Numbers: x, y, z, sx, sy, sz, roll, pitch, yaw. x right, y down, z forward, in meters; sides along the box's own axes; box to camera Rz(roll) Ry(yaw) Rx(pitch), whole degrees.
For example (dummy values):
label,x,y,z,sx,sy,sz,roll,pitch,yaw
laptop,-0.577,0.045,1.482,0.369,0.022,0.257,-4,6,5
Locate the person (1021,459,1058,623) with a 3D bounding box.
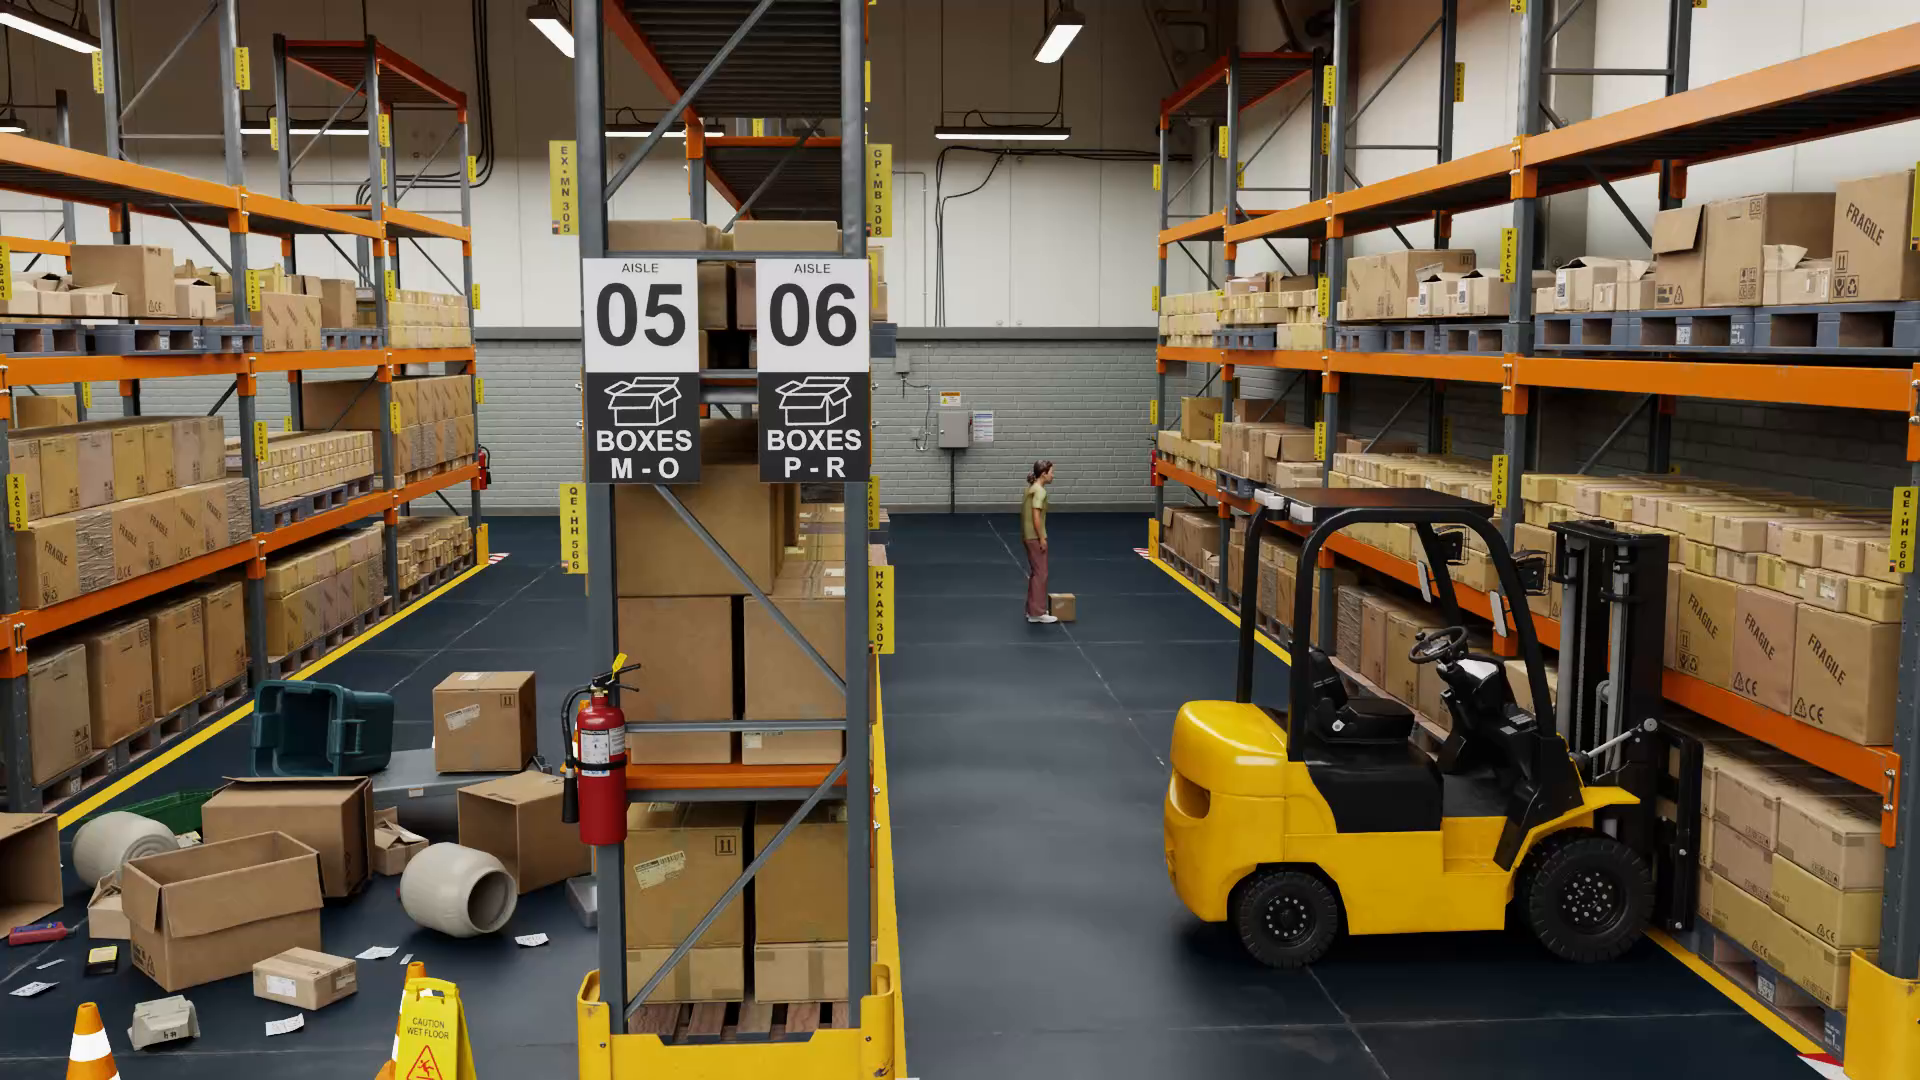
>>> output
label,x,y,z,sx,sy,sz,roll,pitch,yaw
person,0.821,-0.001,17.266,0.371,1.672,0.521,-1,7,-7
